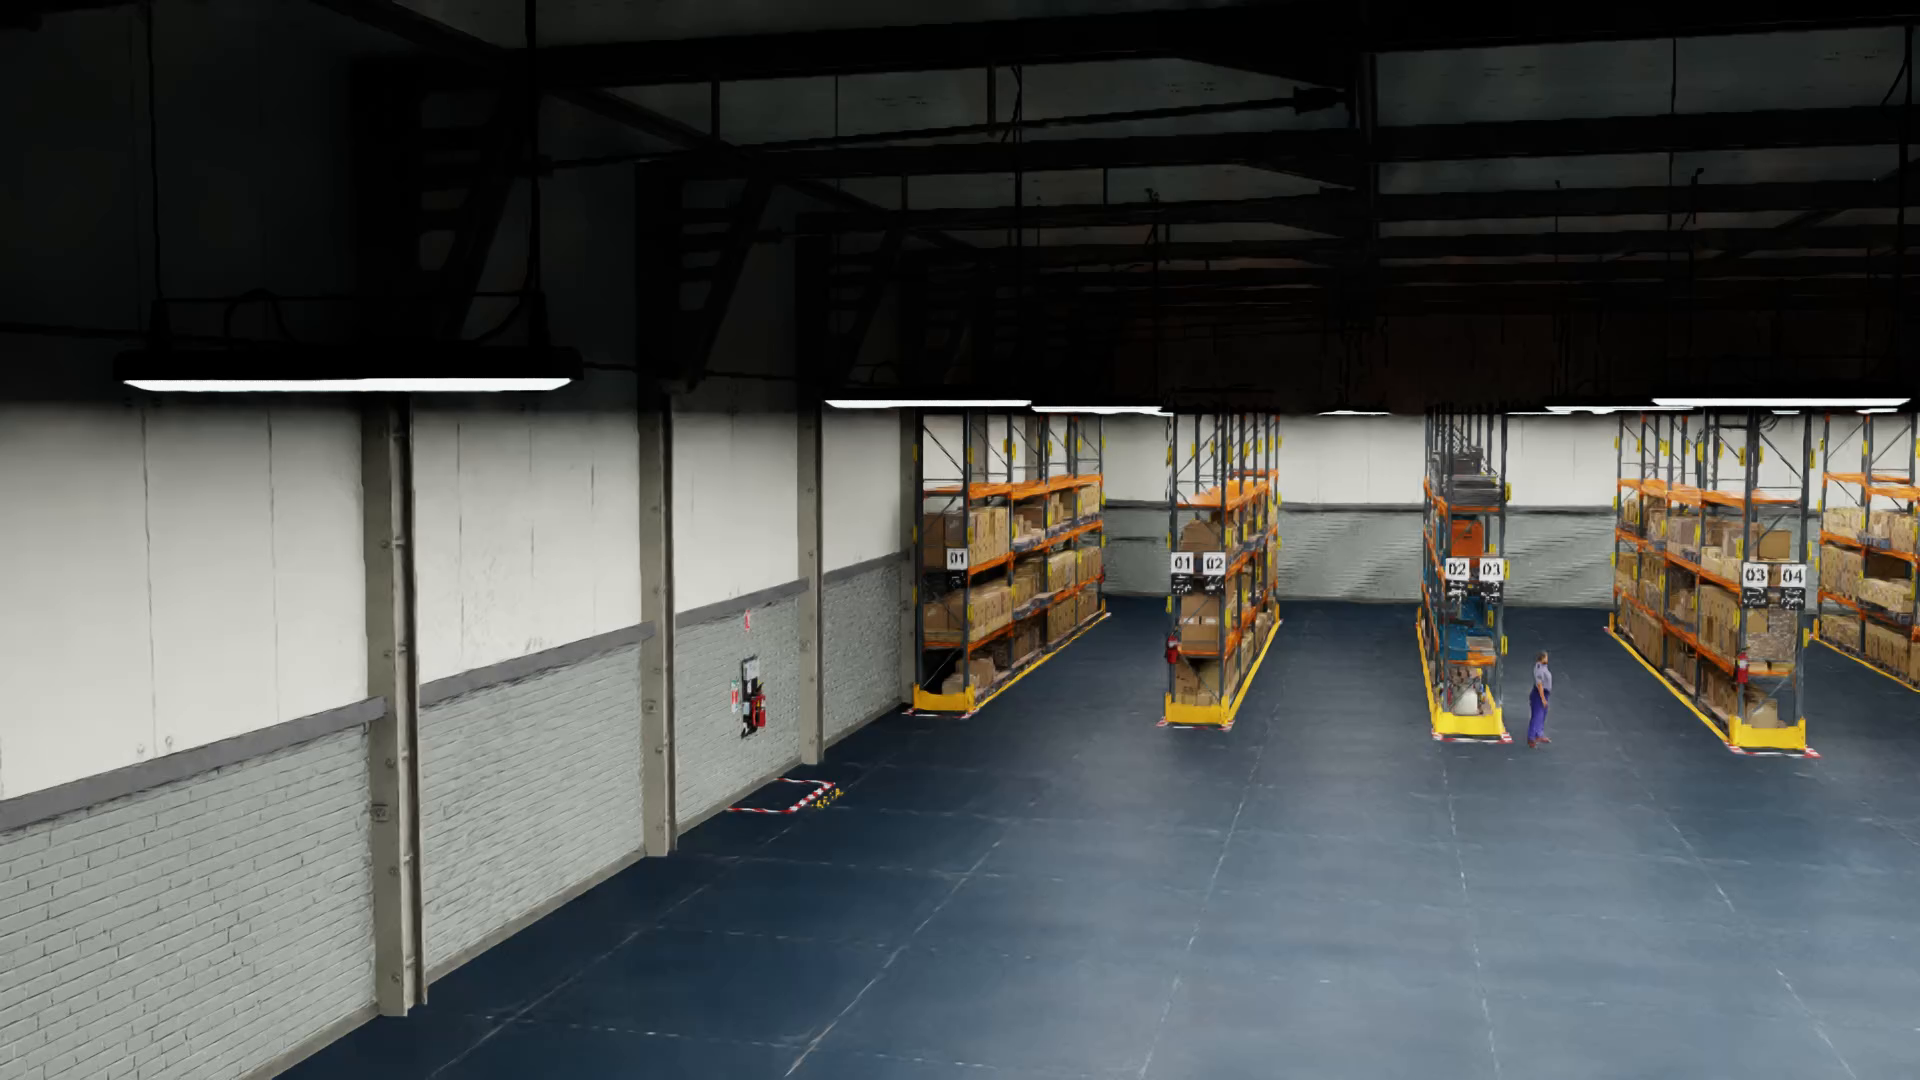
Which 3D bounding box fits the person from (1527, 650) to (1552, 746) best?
[{"bbox_3d":[10.132,2.741,29.059,0.378,1.653,0.657,2,5,25],"label":"person"}]
